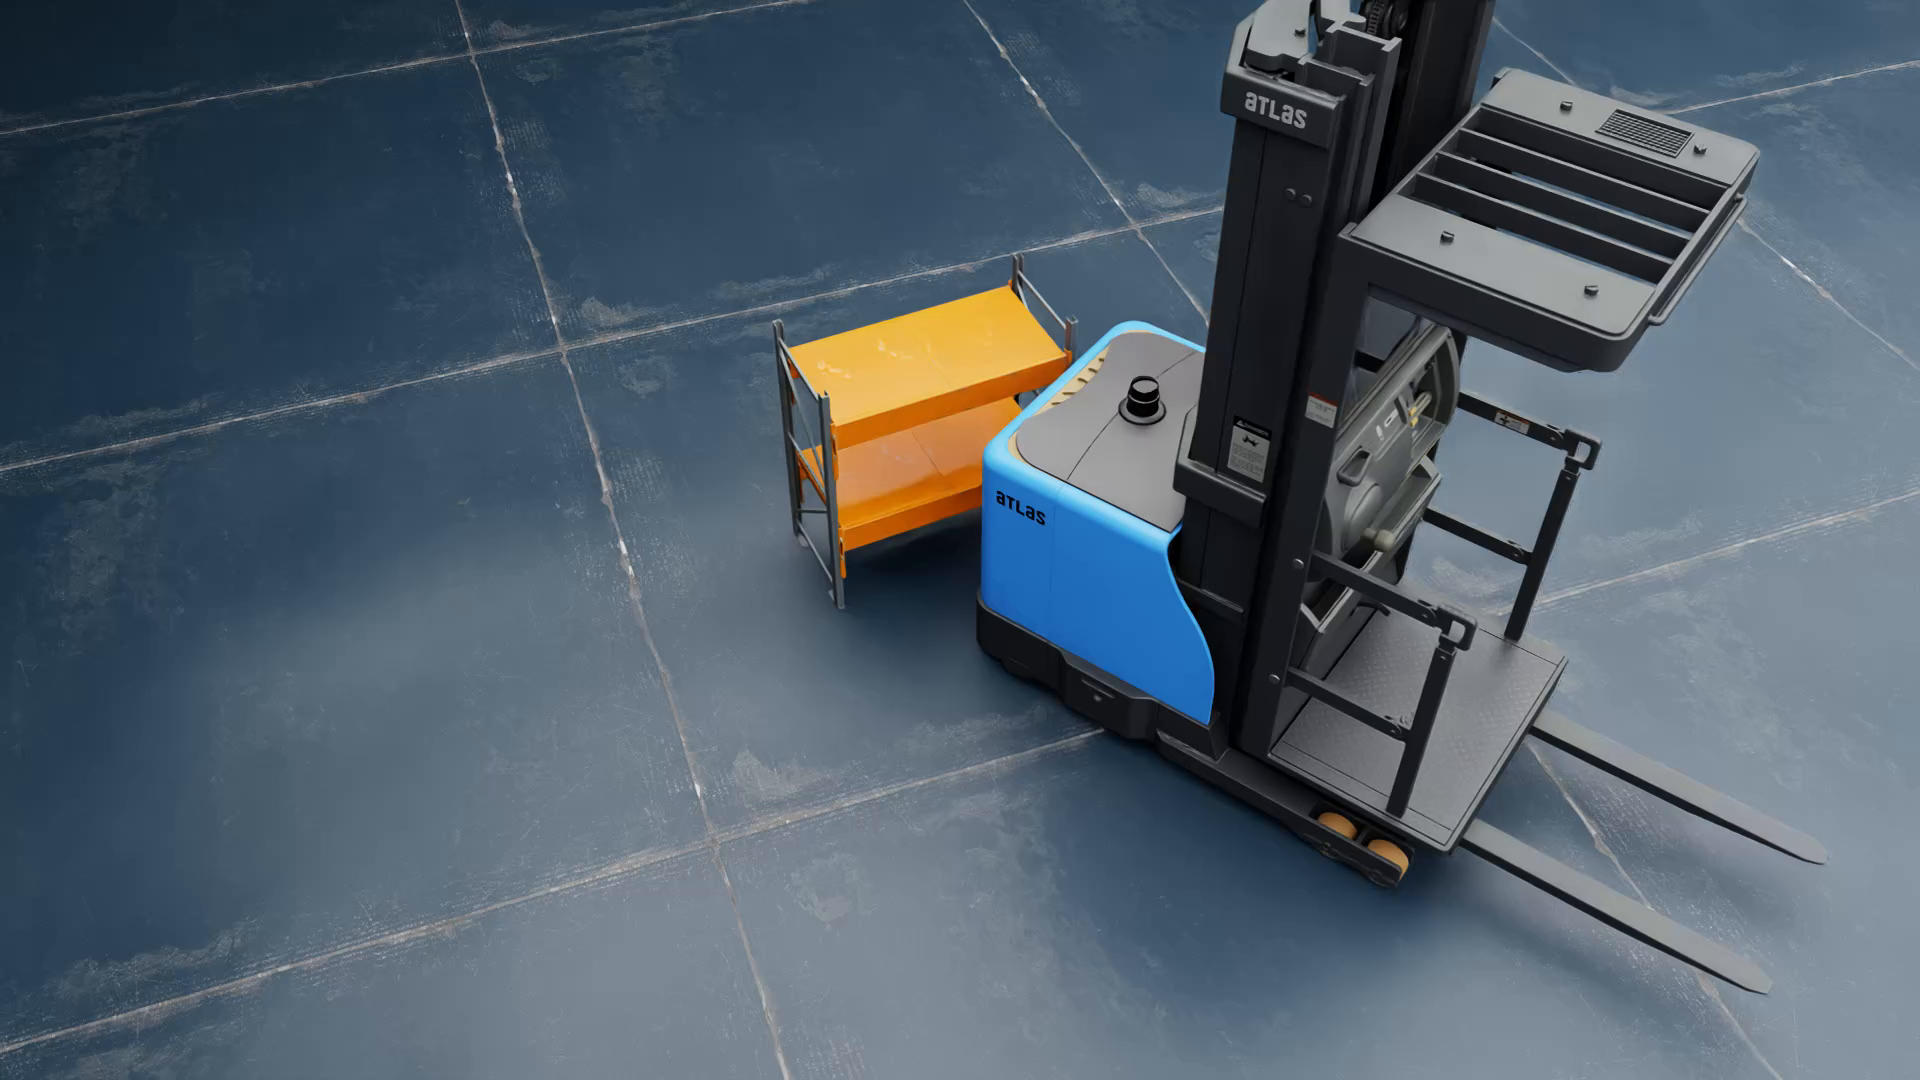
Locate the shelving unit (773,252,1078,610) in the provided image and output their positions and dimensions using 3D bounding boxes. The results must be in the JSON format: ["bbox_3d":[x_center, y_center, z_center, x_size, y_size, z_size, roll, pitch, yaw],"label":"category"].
[{"bbox_3d":[-0.131,-0.431,6.695,1.048,1.125,0.538,-19,48,-18],"label":"shelving unit"}]

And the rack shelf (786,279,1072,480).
[{"bbox_3d":[-0.131,-0.638,6.487,1.000,0.278,0.538,-19,48,-18],"label":"rack shelf"}]

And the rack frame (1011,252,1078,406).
[{"bbox_3d":[0.328,-0.585,6.848,0.032,1.125,0.500,-19,48,-18],"label":"rack frame"}]

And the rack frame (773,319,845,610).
[{"bbox_3d":[-0.590,-0.277,6.541,0.032,1.125,0.500,-19,48,-18],"label":"rack frame"}]

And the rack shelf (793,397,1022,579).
[{"bbox_3d":[-0.131,-0.258,6.868,1.000,0.278,0.538,-19,48,-18],"label":"rack shelf"}]

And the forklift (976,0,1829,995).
[{"bbox_3d":[1.553,-0.252,5.242,3.031,2.935,1.130,27,51,25],"label":"forklift"}]
